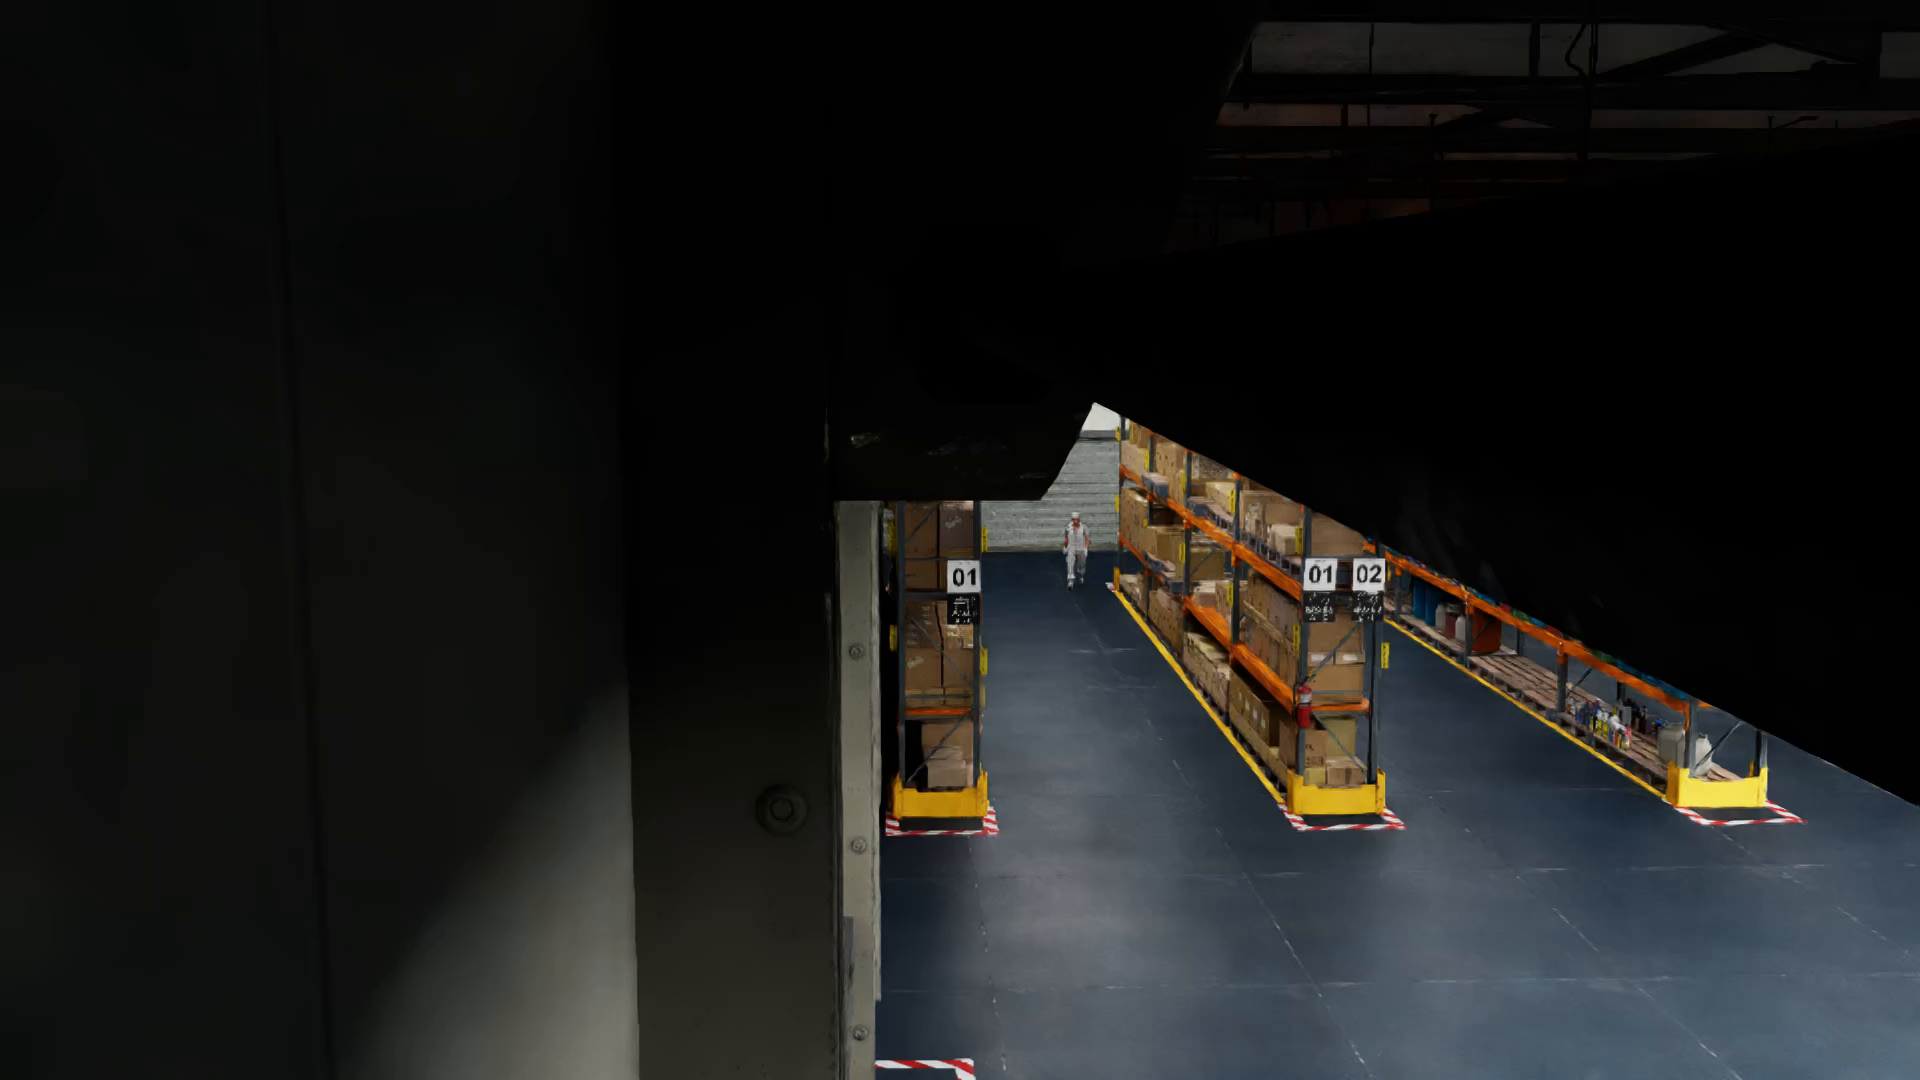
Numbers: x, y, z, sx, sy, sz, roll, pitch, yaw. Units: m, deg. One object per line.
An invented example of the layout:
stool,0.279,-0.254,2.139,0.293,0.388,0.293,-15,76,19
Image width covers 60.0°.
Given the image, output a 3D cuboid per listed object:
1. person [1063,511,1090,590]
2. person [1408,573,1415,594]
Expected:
person,2.556,0.210,36.695,0.628,1.713,1.178,1,8,9
person,9.880,0.563,35.280,0.616,1.455,0.814,0,8,-3
